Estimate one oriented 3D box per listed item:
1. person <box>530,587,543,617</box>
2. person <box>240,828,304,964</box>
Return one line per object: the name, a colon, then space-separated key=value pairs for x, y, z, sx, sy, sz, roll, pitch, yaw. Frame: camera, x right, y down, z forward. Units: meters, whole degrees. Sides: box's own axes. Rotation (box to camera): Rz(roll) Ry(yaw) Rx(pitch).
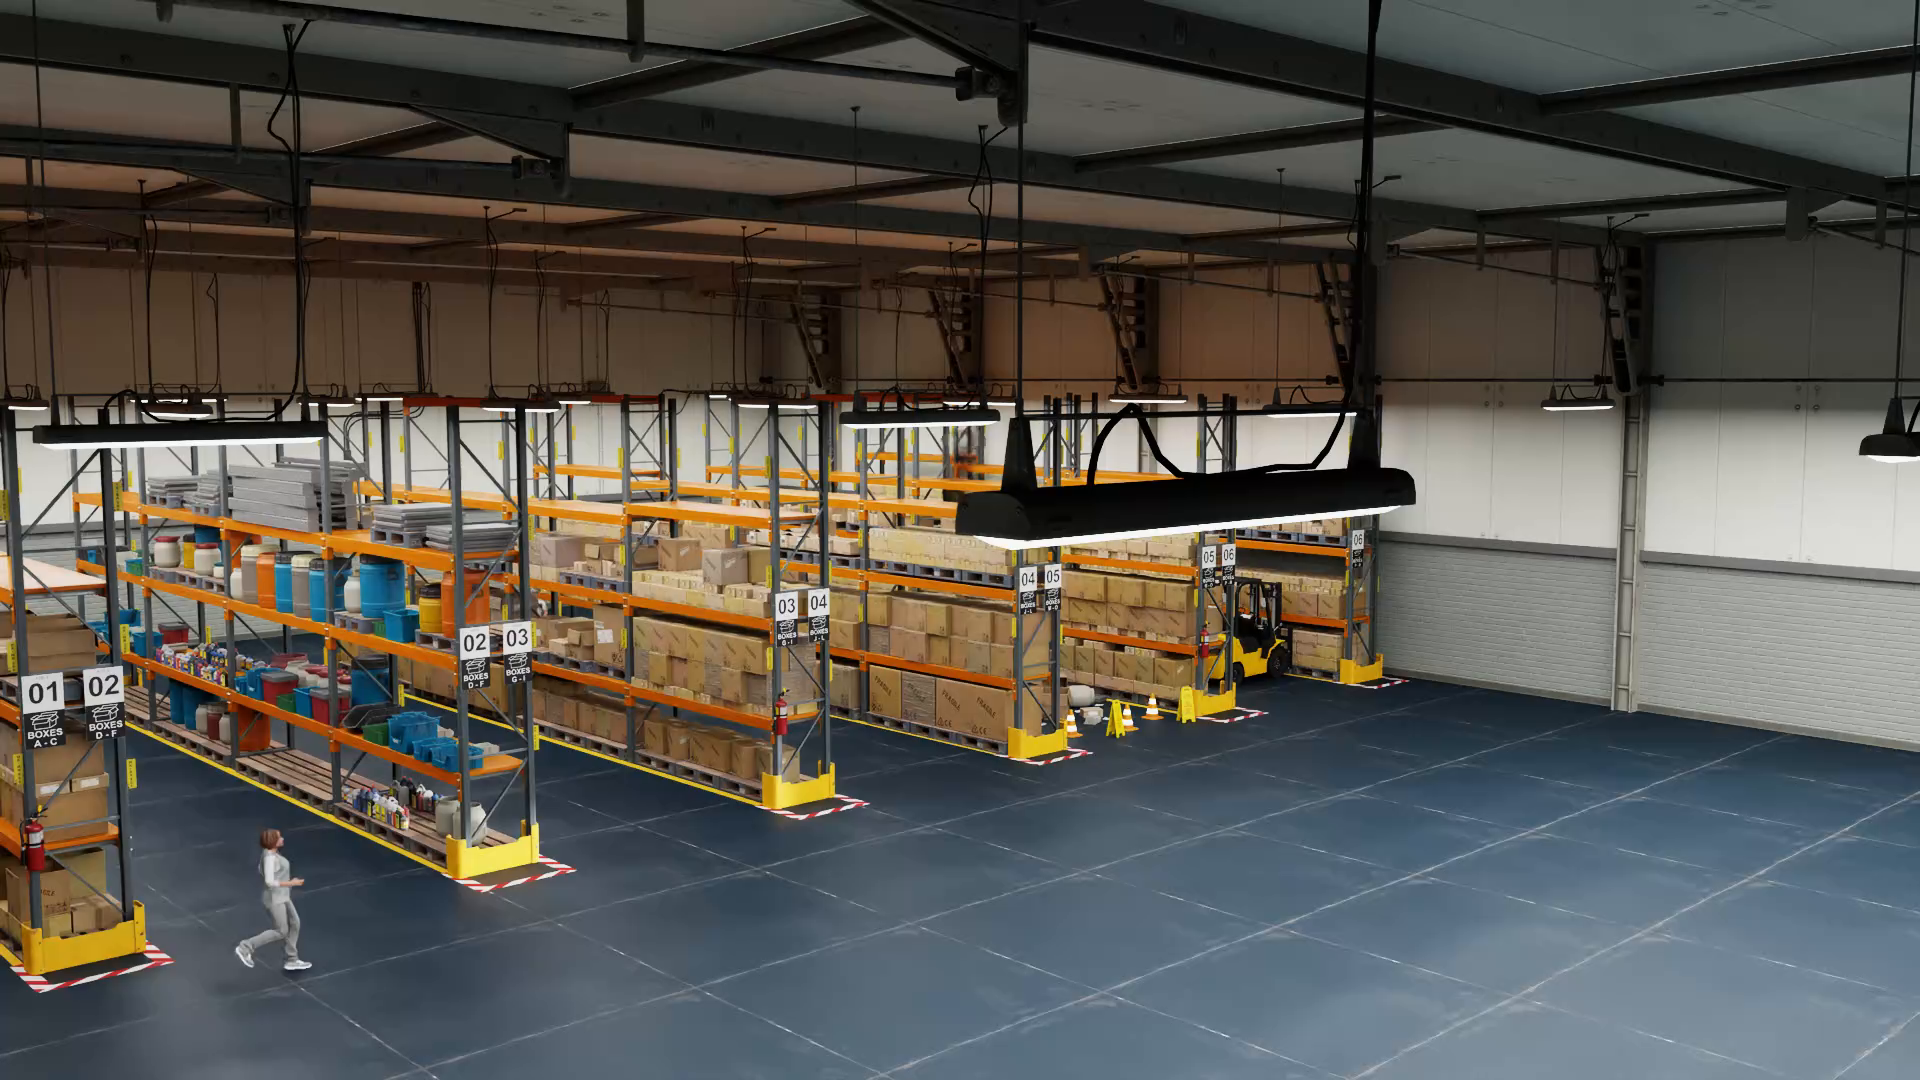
person: x=-9.456 y=1.896 z=36.888 sx=0.449 sy=1.752 sz=0.518 roll=-4 pitch=7 yaw=-33
person: x=-7.333 y=3.805 z=17.723 sx=0.662 sy=1.495 sz=0.512 roll=-2 pitch=6 yaw=-19
